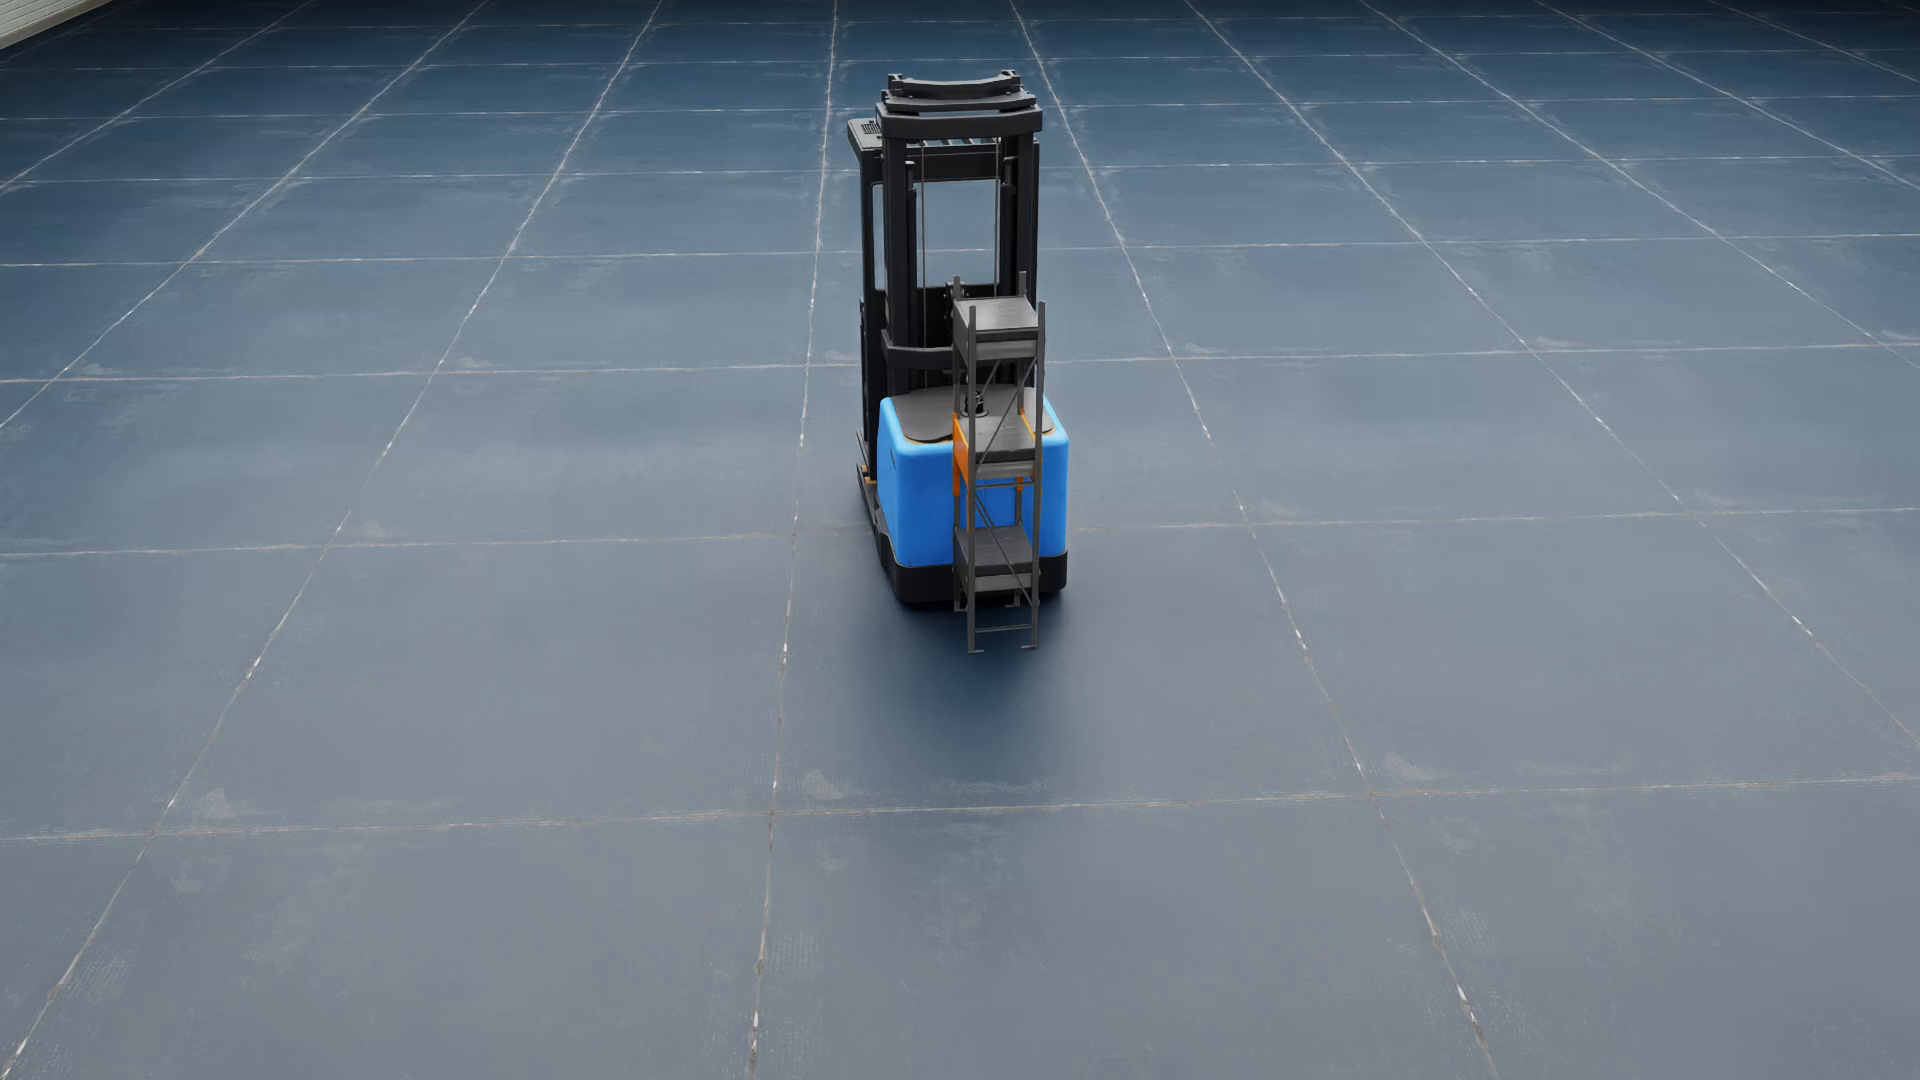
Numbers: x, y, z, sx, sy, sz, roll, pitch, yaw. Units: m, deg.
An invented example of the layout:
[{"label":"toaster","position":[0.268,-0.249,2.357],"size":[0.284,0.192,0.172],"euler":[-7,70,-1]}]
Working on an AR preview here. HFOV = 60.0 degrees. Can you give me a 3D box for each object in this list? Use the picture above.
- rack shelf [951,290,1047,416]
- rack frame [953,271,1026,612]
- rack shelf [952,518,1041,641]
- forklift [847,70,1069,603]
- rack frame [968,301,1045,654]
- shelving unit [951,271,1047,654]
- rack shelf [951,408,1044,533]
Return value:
[{"label":"rack shelf","position":[0.204,-1.015,9.004],"size":[0.431,0.518,0.480],"euler":[-5,28,-9]},{"label":"rack frame","position":[0.163,-0.518,9.534],"size":[0.400,2.100,0.015],"euler":[-5,28,-9]},{"label":"rack shelf","position":[0.204,0.226,9.651],"size":[0.431,0.518,0.480],"euler":[-5,28,-9]},{"label":"forklift","position":[-0.105,-1.583,10.678],"size":[1.130,2.935,3.031],"euler":[-5,28,-9]},{"label":"rack frame","position":[0.245,-0.295,9.108],"size":[0.400,2.100,0.015],"euler":[-5,28,-9]},{"label":"shelving unit","position":[0.204,-0.407,9.321],"size":[0.431,2.100,0.503],"euler":[-5,28,-9]},{"label":"rack shelf","position":[0.204,-0.394,9.327],"size":[0.431,0.518,0.480],"euler":[-5,28,-9]}]
